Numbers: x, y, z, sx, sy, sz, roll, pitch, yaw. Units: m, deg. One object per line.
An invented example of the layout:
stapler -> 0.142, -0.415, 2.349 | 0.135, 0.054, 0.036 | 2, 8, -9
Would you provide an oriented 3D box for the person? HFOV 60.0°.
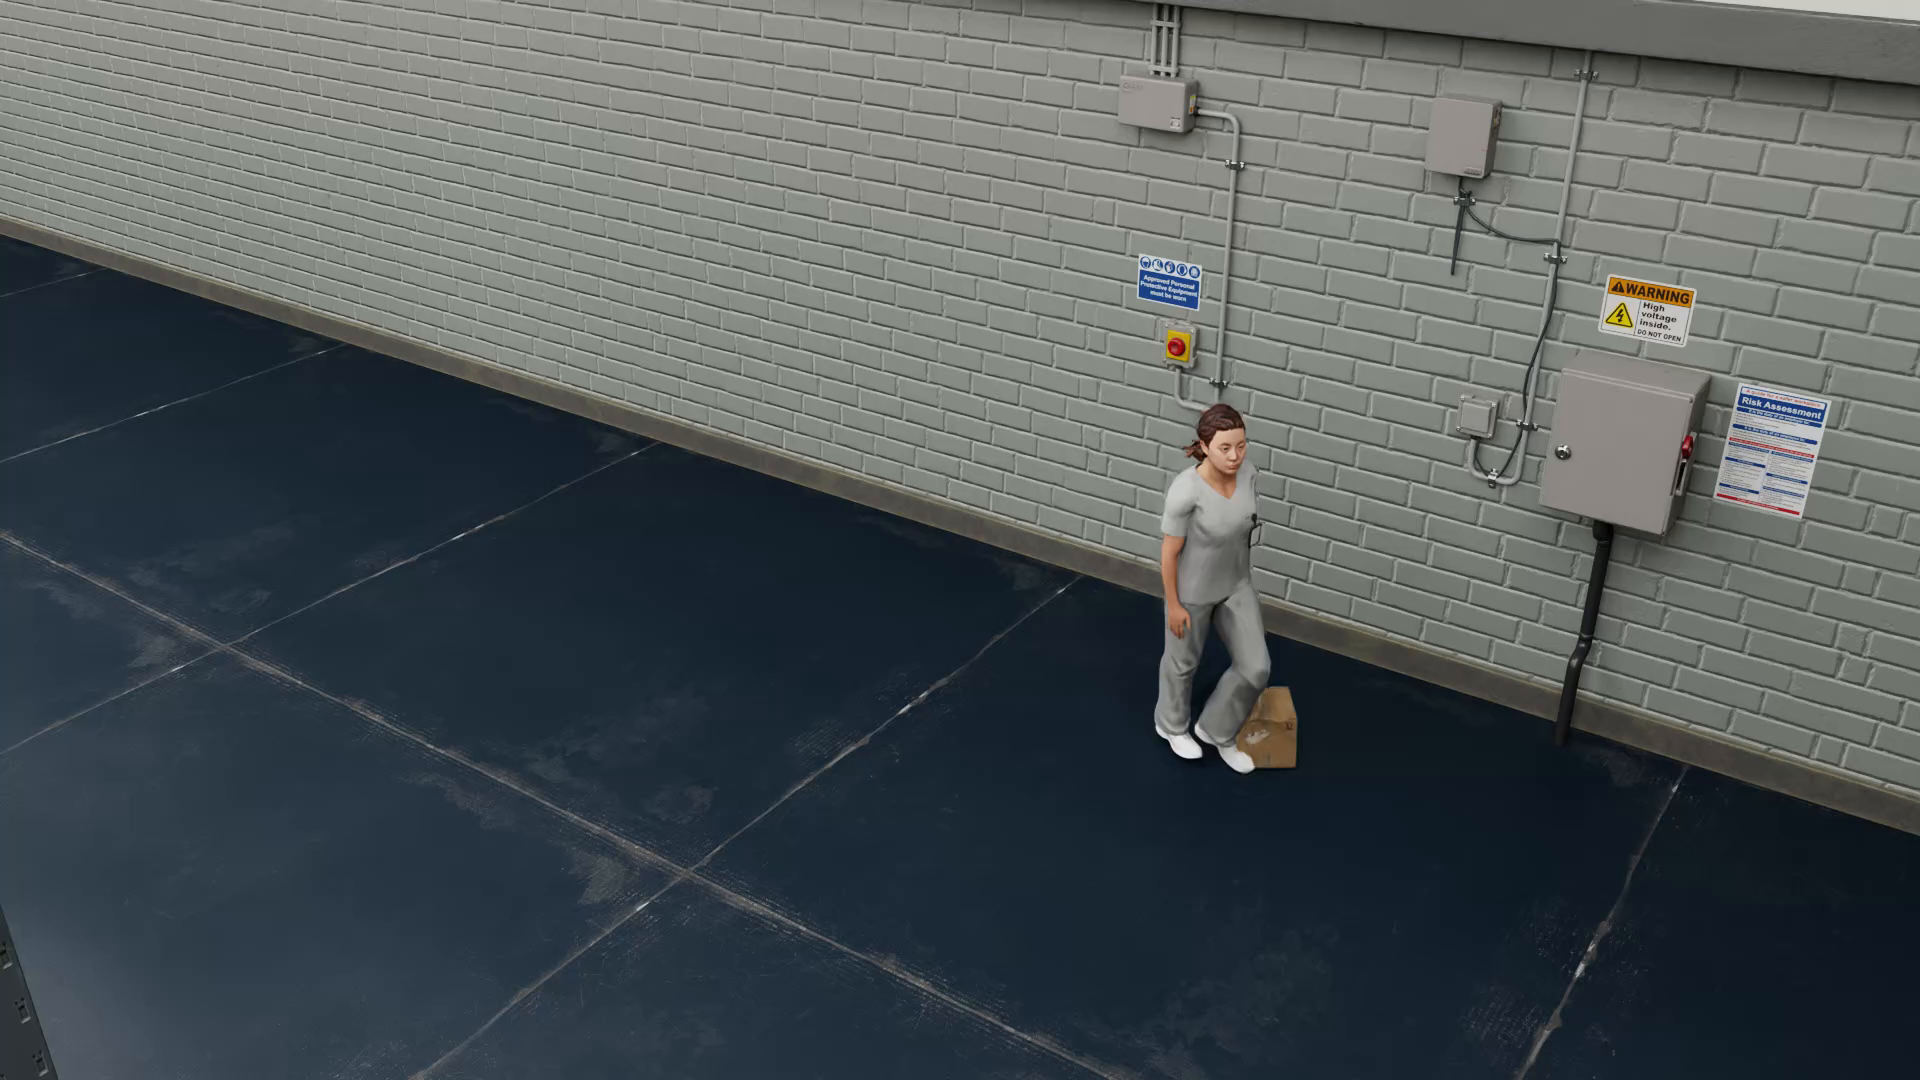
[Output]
person -> 0.975, 0.203, 6.702 | 0.470, 1.664, 0.530 | -11, 29, -21
